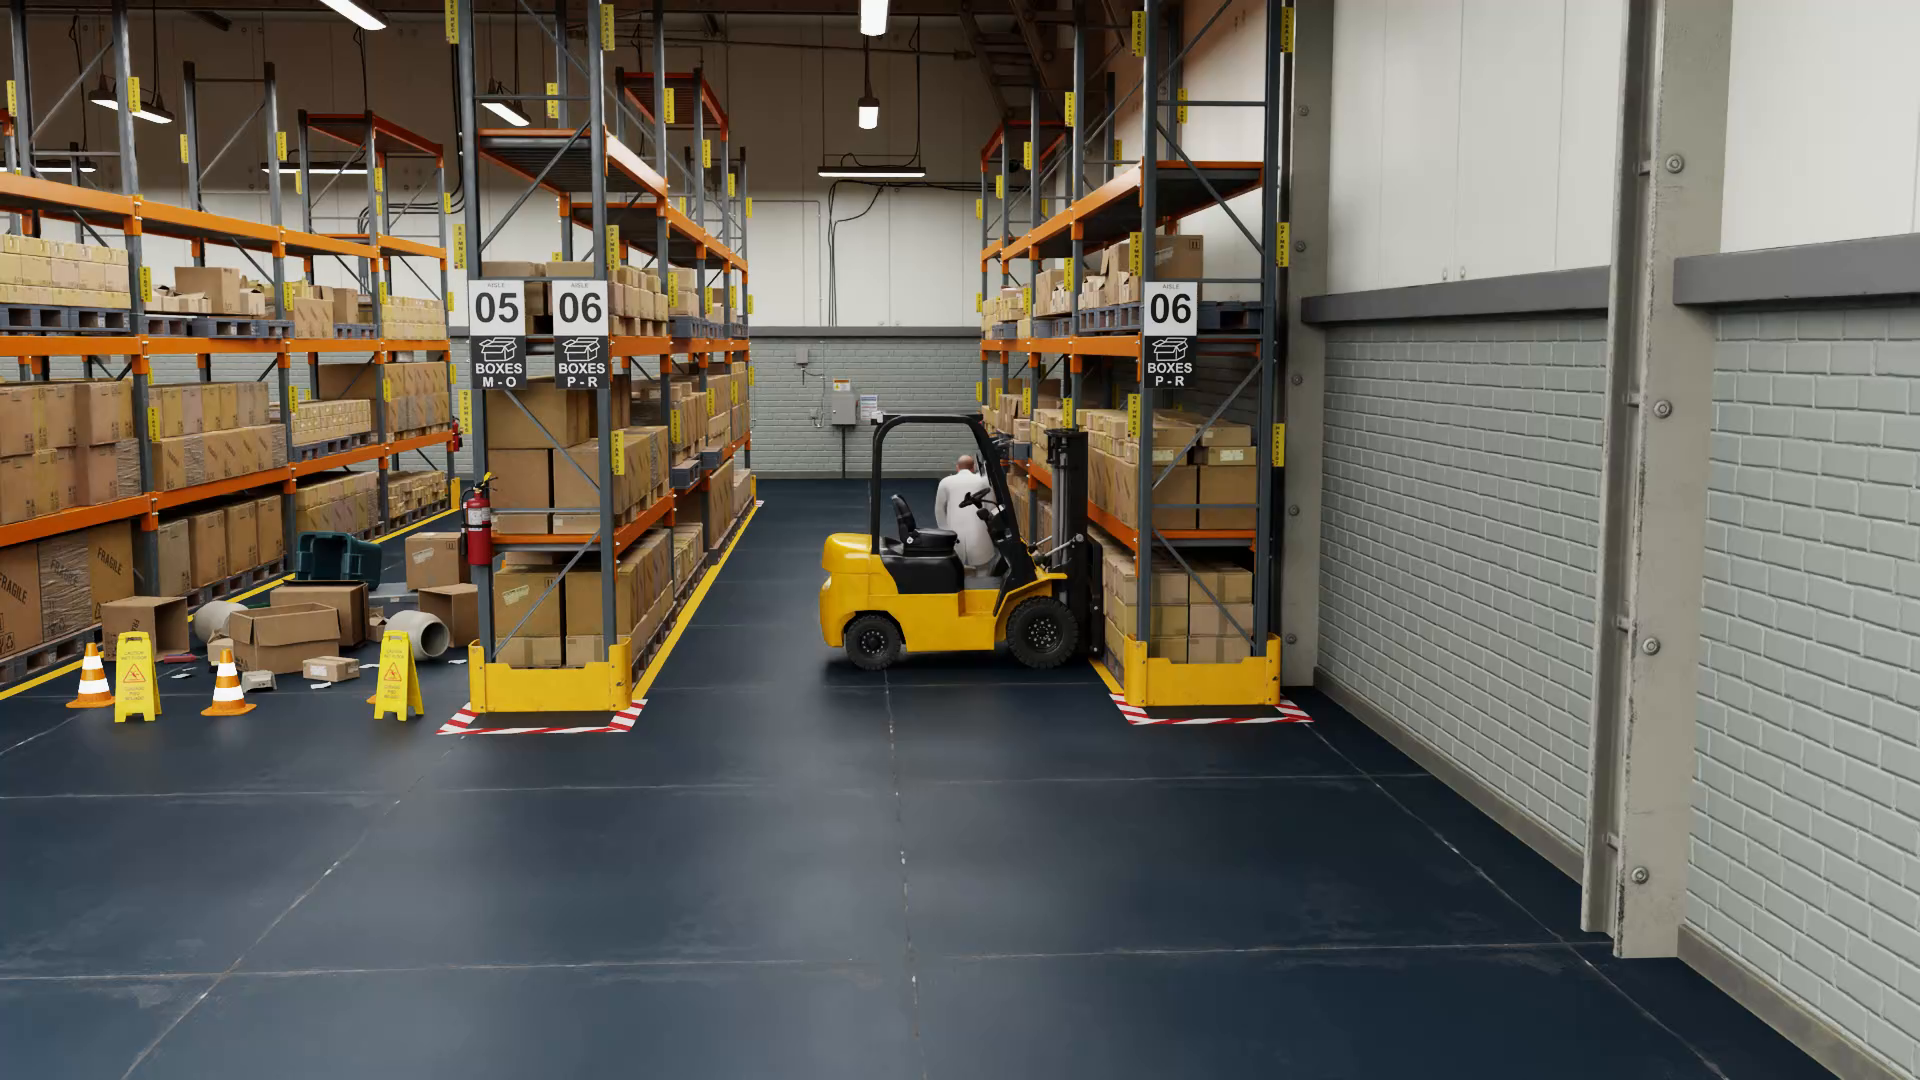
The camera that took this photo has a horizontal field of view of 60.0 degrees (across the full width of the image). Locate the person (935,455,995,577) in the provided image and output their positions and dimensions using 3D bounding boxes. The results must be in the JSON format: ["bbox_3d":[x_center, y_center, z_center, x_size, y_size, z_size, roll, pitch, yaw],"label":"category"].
[{"bbox_3d":[0.048,-0.030,16.709,0.615,1.634,0.531,1,7,7],"label":"person"}]
